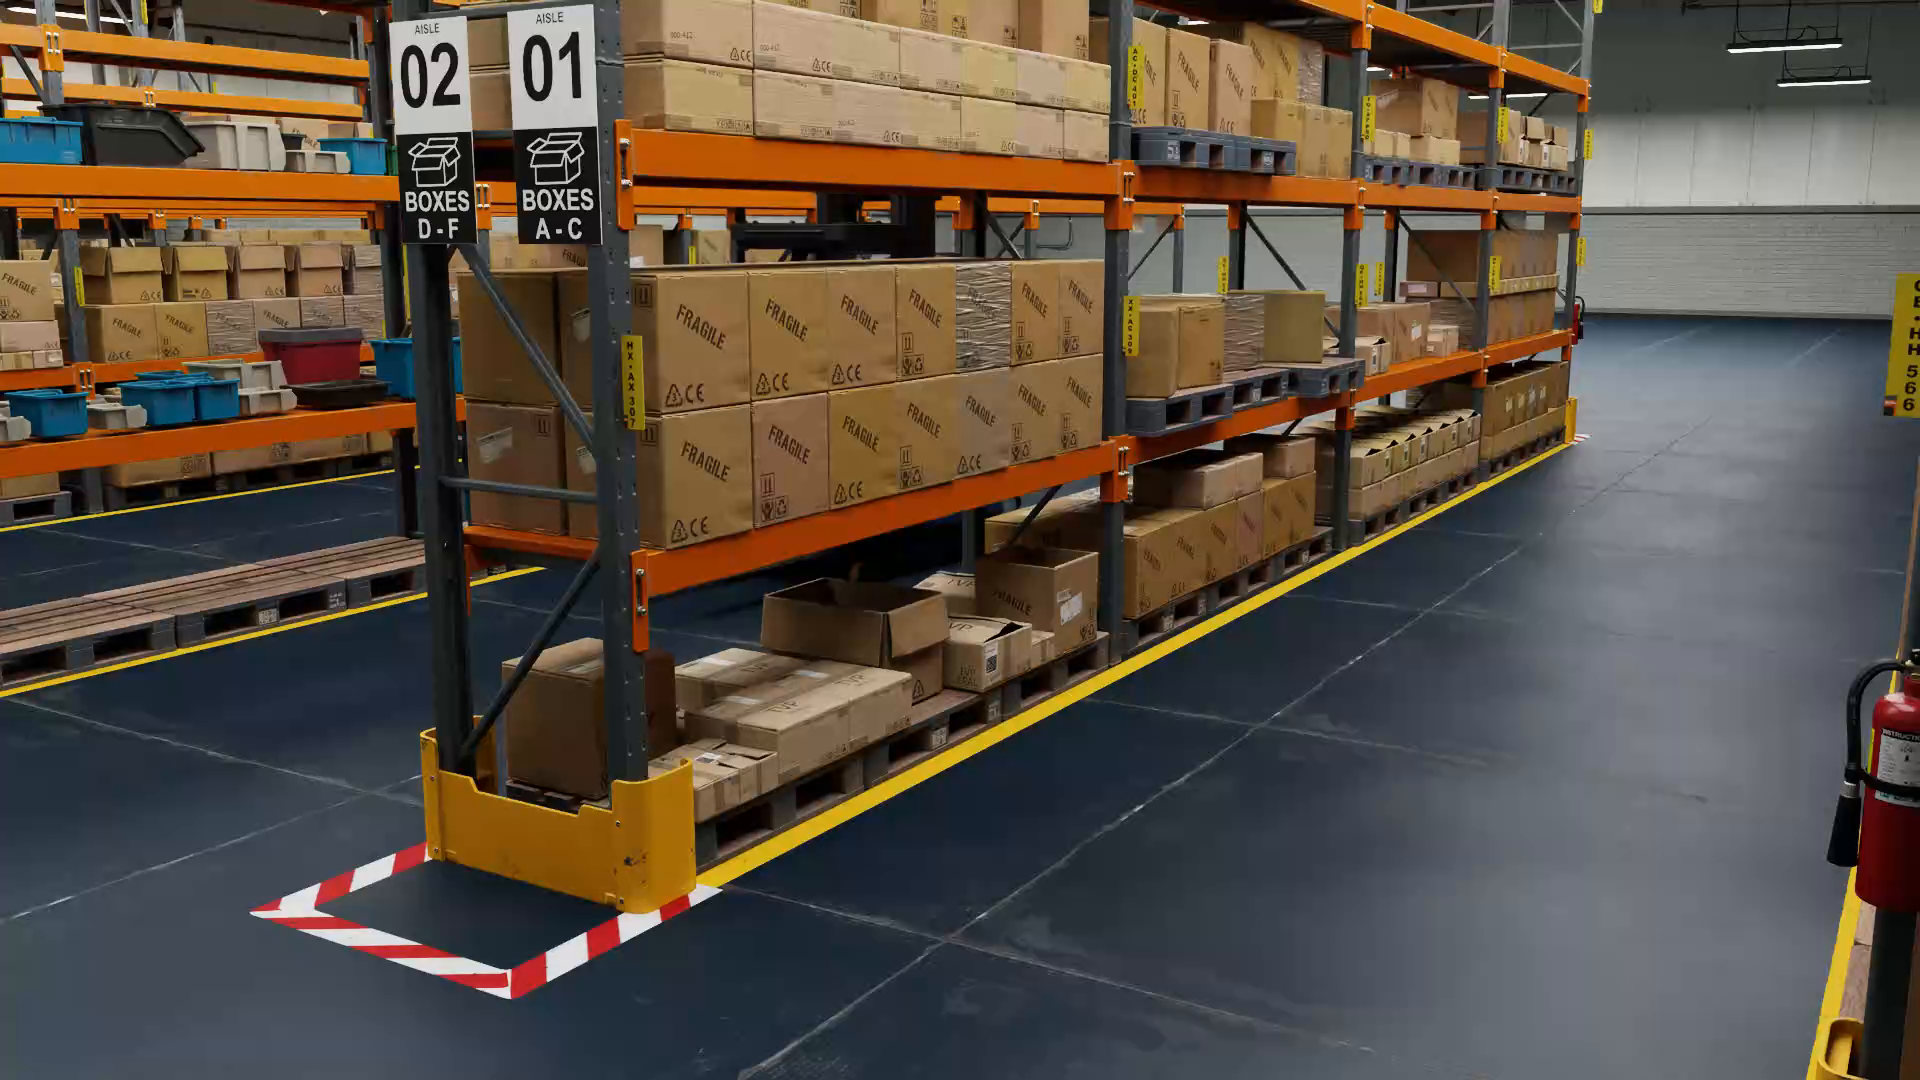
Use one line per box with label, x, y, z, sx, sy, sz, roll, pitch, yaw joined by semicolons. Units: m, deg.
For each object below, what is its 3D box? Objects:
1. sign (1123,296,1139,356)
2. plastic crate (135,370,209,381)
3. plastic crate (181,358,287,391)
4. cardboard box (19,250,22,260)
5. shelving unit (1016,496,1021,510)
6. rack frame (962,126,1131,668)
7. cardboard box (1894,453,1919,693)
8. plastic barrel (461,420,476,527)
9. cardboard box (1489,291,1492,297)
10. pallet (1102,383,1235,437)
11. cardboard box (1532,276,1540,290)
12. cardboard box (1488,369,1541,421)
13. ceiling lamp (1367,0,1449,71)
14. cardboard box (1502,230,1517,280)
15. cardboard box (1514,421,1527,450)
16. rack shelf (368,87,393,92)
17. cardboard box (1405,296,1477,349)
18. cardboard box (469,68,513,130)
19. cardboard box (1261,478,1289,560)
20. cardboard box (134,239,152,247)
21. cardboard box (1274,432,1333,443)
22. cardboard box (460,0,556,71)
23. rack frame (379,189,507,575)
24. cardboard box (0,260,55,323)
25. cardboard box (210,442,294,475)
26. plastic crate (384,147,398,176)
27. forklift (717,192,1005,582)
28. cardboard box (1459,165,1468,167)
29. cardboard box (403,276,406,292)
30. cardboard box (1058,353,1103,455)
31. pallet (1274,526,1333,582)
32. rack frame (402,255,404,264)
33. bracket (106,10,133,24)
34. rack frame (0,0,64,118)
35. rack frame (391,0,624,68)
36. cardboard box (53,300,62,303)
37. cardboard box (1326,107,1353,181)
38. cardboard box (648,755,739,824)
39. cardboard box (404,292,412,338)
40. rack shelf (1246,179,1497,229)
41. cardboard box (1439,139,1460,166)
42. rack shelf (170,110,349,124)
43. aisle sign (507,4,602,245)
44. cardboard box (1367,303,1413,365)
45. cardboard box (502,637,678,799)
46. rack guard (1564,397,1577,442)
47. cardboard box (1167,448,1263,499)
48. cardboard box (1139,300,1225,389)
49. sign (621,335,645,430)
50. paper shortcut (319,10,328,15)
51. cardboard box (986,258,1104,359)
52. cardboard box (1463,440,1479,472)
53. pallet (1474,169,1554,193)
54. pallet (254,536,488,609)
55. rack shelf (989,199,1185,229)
sign;0.939;-1.178;9.158;0.100;0.325;0.005;6;12;31
plastic crate;-4.990;-0.943;10.545;0.416;0.233;0.300;6;12;31
plastic crate;-4.710;-1.026;10.856;0.437;0.282;0.530;6;12;31
cardboard box;-13.690;-3.859;23.611;0.500;0.500;0.500;7;13;34
shelving unit;0.188;-1.070;13.381;0.431;2.100;0.503;8;13;36
rack frame;0.471;-0.803;9.509;1.000;3.000;0.127;6;12;31
cardboard box;2.886;0.070;4.029;0.980;0.700;0.700;7;13;33
plastic barrel;-3.463;-0.536;12.642;0.600;0.901;0.708;6;12;31
cardboard box;5.060;-2.493;16.498;0.380;0.149;0.250;7;12;32
pallet;0.979;-0.824;10.142;1.003;0.211;1.213;6;12;31
cardboard box;6.130;-2.818;18.236;0.380;0.149;0.250;7;13;32
cardboard box;5.910;-1.564;17.865;0.500;0.500;0.500;6;12;31
ceiling lamp;9.640;-11.696;35.526;2.000;3.185;0.800;6;12;31
cardboard box;5.372;-2.977;17.322;0.700;0.500;0.500;6;12;31
cardboard box;5.653;-1.117;17.513;0.500;0.250;0.500;6;12;31
rack shelf;-4.878;-5.093;19.158;1.077;0.370;4.000;6;12;31
cardboard box;4.850;-2.181;16.596;0.700;0.500;0.500;6;12;29
cardboard box;-1.564;-1.681;6.452;0.500;0.250;0.500;6;12;31
cardboard box;1.994;-0.169;11.718;0.500;0.500;0.500;6;12;29
cardboard box;-12.856;-4.636;25.995;0.380;0.149;0.250;6;12;30
cardboard box;2.874;-0.751;14.037;0.500;0.311;0.500;6;12;30
cardboard box;-1.557;-1.926;6.402;0.500;0.250;0.500;6;12;31
rack frame;-3.760;-1.277;12.039;1.000;3.000;0.127;6;12;31
cardboard box;-8.003;-2.094;13.962;0.500;0.500;0.500;7;13;32
cardboard box;-7.215;-1.156;16.023;1.225;0.875;0.875;6;12;29
plastic crate;-3.722;-2.552;11.273;0.450;0.188;0.662;6;12;31
forklift;-0.929;-1.224;11.940;1.130;2.935;3.031;8;13;36
cardboard box;5.017;-3.904;17.077;0.380;0.149;0.250;6;12;31
cardboard box;-8.069;-3.440;23.320;0.500;0.500;0.500;6;12;30
cardboard box;0.431;-0.749;8.948;0.500;0.500;0.500;7;12;32
pallet;2.128;0.052;12.518;1.003;0.211;1.213;6;12;31
rack frame;-8.027;-3.498;23.904;1.000;3.000;0.127;6;12;31
bracket;-15.521;-9.654;30.697;0.235;0.232;0.430;6;12;31
rack frame;-7.993;-4.699;14.015;1.000;3.000;0.127;6;12;31
rack frame;-1.605;-3.123;5.596;1.000;3.000;0.127;6;12;31
cardboard box;-10.501;-2.670;19.020;0.380;0.149;0.250;6;12;28
cardboard box;2.350;-2.884;12.200;0.910;0.500;0.500;6;12;31
cardboard box;-1.094;0.978;6.546;0.380;0.149;0.250;6;12;31
cardboard box;-5.961;-2.327;17.377;0.500;0.500;0.500;7;13;32
rack shelf;3.586;-2.868;14.339;1.077;0.370;4.000;6;12;31
cardboard box;4.297;-3.573;15.415;0.500;0.250;0.500;8;13;37
rack shelf;-11.271;-6.863;27.539;1.077;0.370;4.000;6;12;31
aisle sign;-1.390;-1.413;5.702;0.394;0.787;0.004;6;12;31
cardboard box;3.679;-1.830;14.720;0.500;0.500;0.500;6;12;31
cardboard box;-1.534;0.729;6.920;0.500;0.500;0.500;6;12;31
rack guard;6.714;-1.466;19.840;1.175;0.500;0.348;6;12;31
cardboard box;1.710;-0.449;11.173;0.500;0.250;0.500;6;12;30
cardboard box;1.211;-1.226;10.355;0.700;0.500;0.500;9;14;40
sign;-1.142;-0.548;5.792;0.100;0.325;0.005;6;12;31
paper shortcut;-6.153;-5.139;15.985;0.009;0.170;0.078;-6;37;32
cardboard box;0.430;-1.240;8.850;0.500;0.500;0.500;6;12;31
cardboard box;4.657;-0.824;15.947;0.500;0.250;0.500;6;12;30
pallet;5.680;-3.820;17.712;1.003;0.211;1.213;6;12;31
pallet;-4.109;0.213;11.659;1.003;0.211;1.213;6;12;31
rack shelf;1.432;-3.971;20.230;1.077;0.370;4.000;6;12;31
